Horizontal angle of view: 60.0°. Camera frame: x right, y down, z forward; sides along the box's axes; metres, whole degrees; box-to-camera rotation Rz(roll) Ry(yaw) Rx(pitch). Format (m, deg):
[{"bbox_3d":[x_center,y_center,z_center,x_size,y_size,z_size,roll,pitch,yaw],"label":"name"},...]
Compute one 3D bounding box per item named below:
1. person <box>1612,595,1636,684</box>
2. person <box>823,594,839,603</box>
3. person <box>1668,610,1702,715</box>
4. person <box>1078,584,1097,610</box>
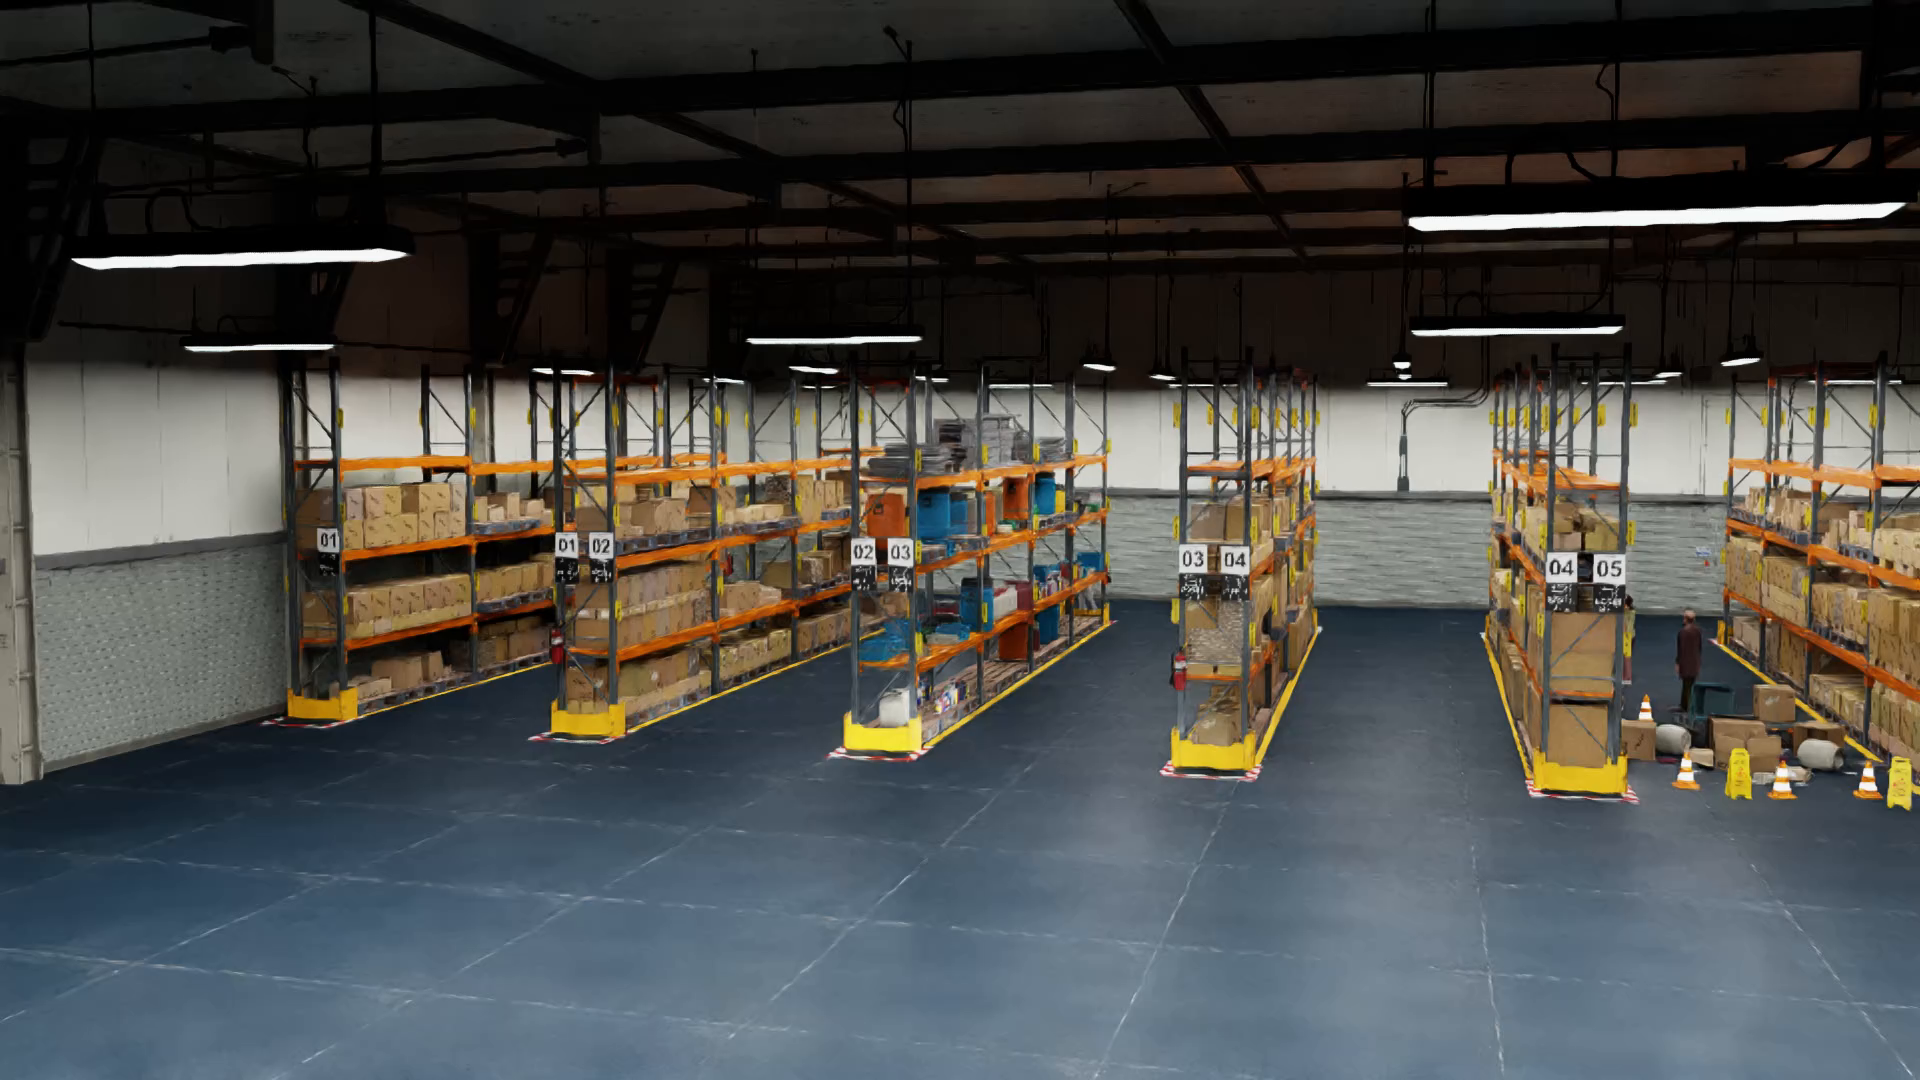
[{"bbox_3d":[12.490,1.856,31.303,0.493,1.675,0.477,-4,6,-44],"label":"person"},{"bbox_3d":[-3.282,1.048,42.642,0.495,1.647,0.607,2,5,22],"label":"person"},{"bbox_3d":[12.139,2.056,27.810,0.678,1.773,0.630,-4,6,-45],"label":"person"},{"bbox_3d":[3.187,1.121,41.628,0.610,1.663,0.506,-1,4,-15],"label":"person"}]
